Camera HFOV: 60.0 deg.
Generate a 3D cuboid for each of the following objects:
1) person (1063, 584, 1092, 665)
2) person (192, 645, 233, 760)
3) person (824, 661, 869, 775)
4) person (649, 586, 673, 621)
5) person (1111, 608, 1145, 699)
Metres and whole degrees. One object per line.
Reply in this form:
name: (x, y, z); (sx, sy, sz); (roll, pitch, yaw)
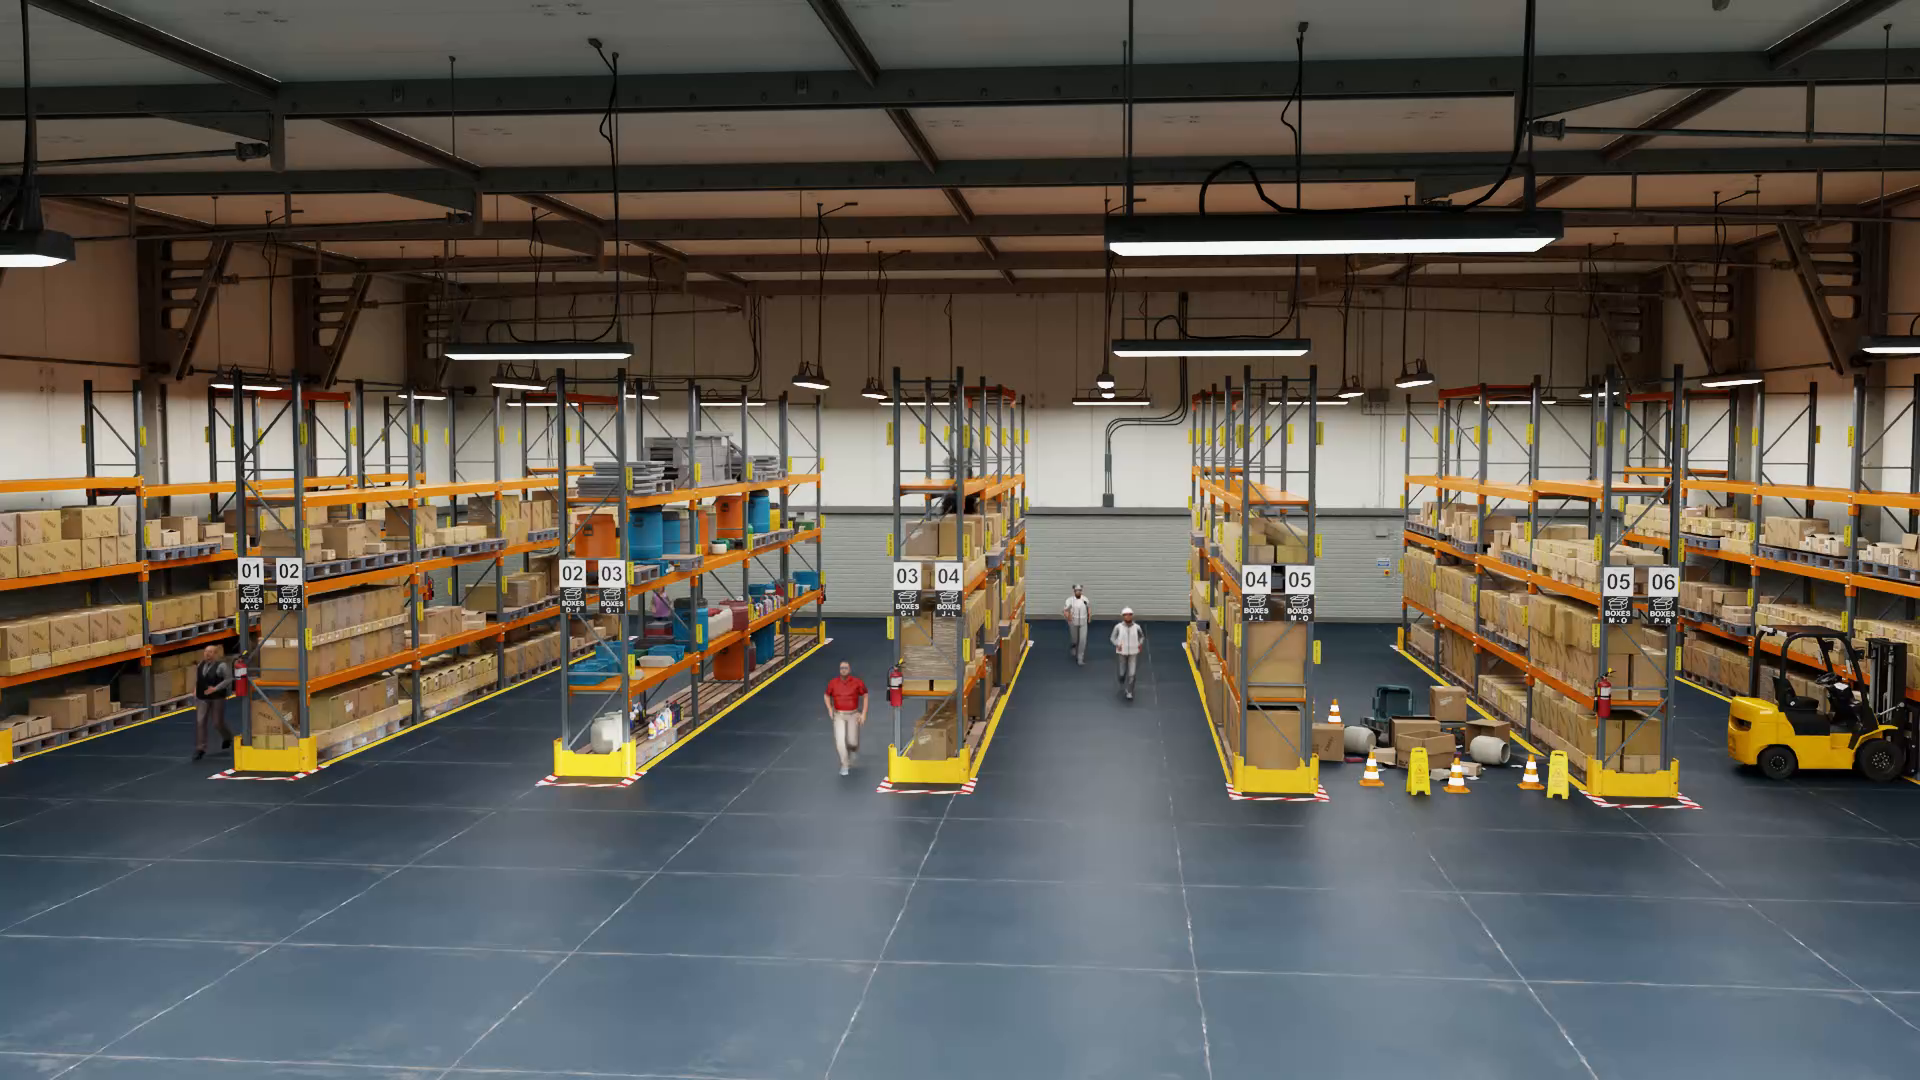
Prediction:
person: (2.612, 1.848, 36.831); (0.668, 1.770, 0.827); (0, 4, -5)
person: (-11.755, 2.518, 26.114); (0.683, 1.737, 0.909); (0, 4, 4)
person: (-1.698, 2.632, 24.797); (0.673, 1.678, 0.629); (0, 4, 4)
person: (-7.011, 1.802, 39.001); (0.546, 1.557, 0.653); (0, 4, -3)
person: (3.224, 2.159, 31.888); (0.662, 1.724, 0.641); (0, 4, 1)
